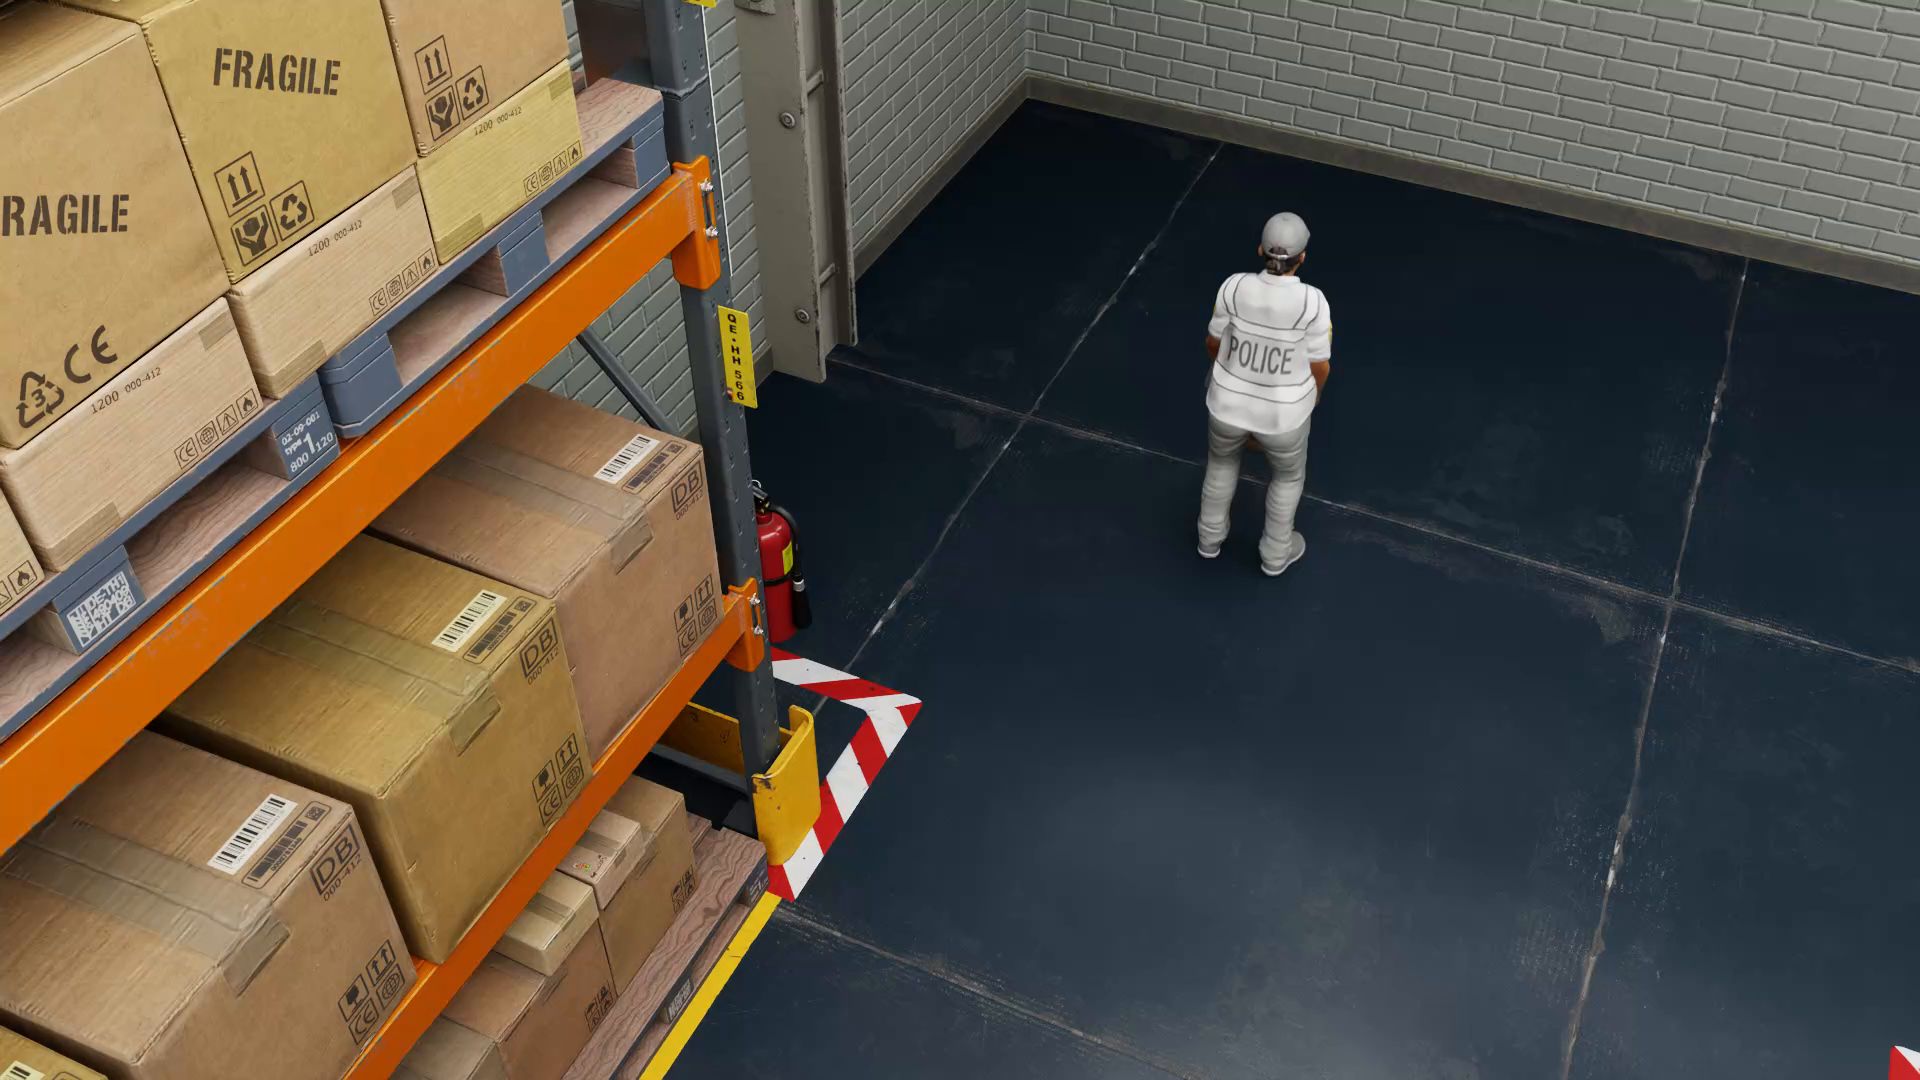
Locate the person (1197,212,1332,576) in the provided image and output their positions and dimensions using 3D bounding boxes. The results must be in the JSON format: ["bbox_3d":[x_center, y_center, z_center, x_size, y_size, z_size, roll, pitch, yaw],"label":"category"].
[{"bbox_3d":[1.236,-0.566,6.775,0.521,1.671,0.429,16,45,17],"label":"person"}]
